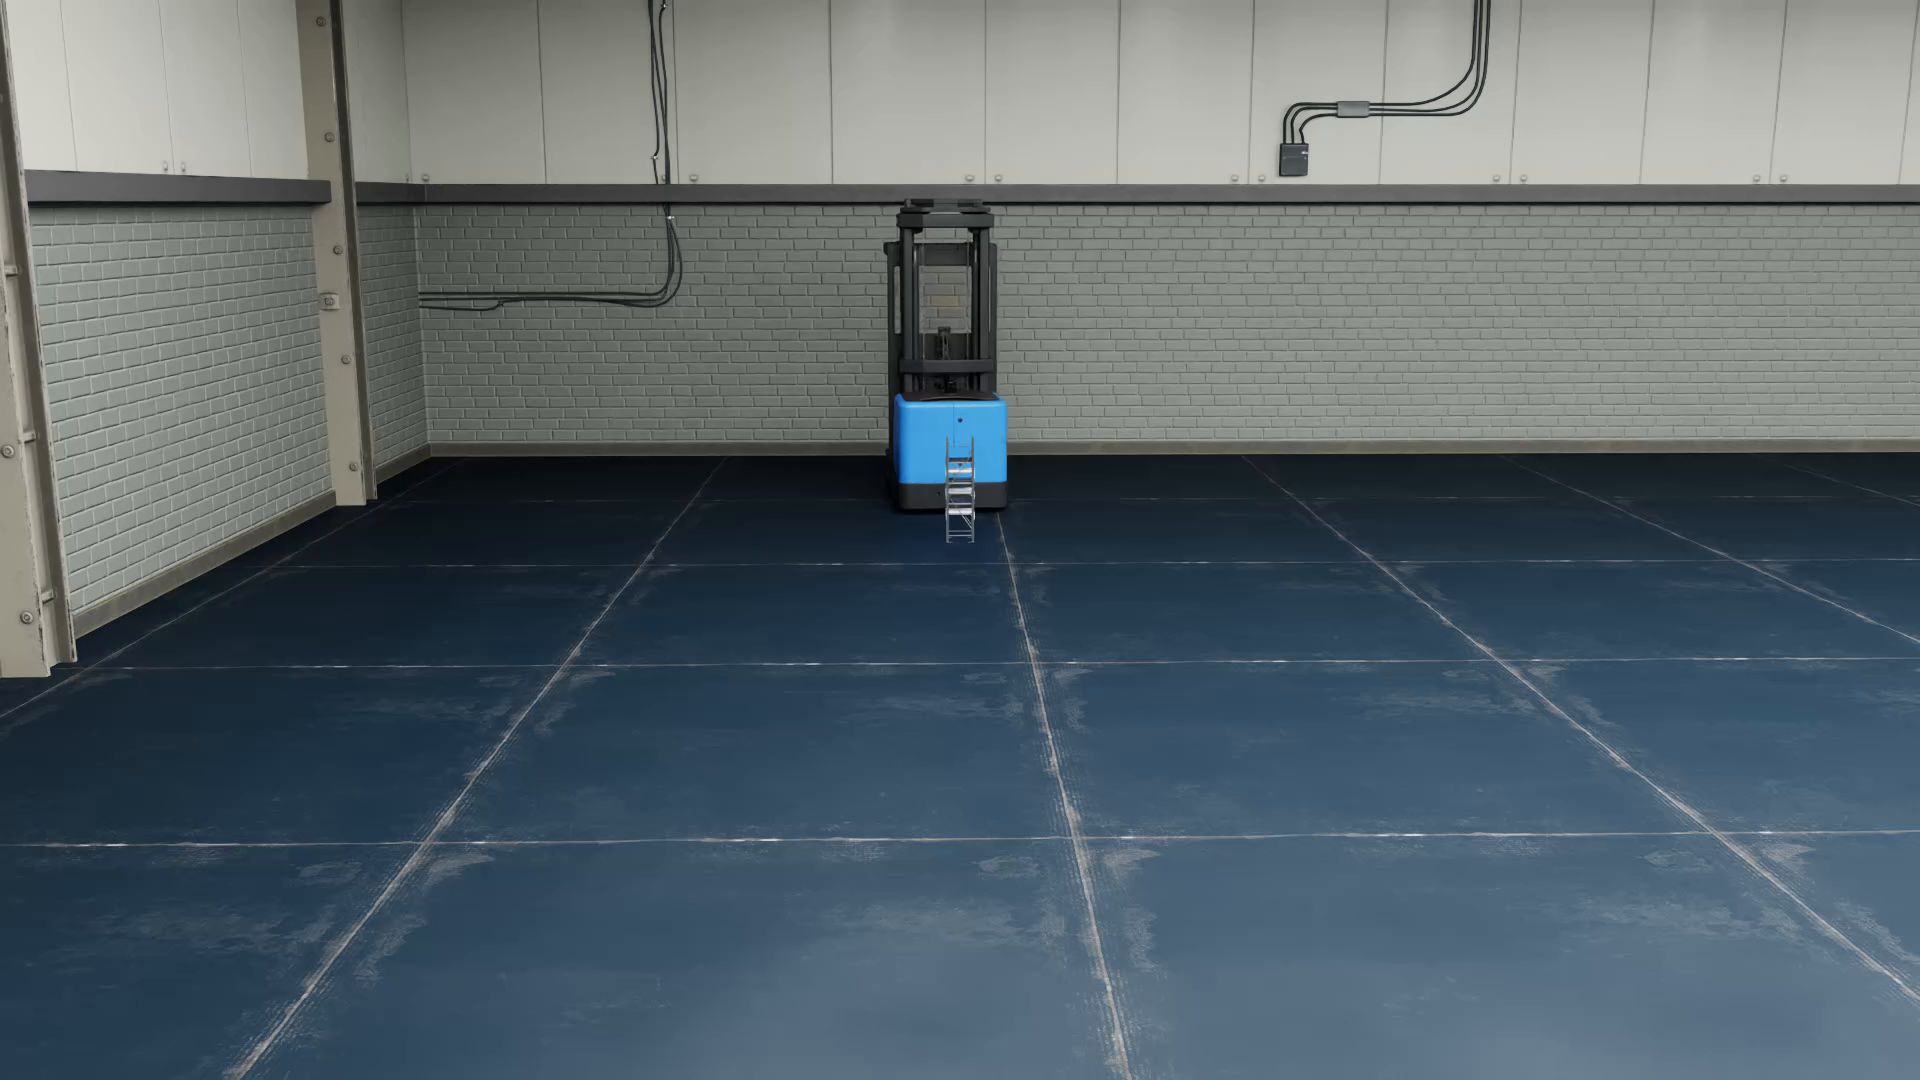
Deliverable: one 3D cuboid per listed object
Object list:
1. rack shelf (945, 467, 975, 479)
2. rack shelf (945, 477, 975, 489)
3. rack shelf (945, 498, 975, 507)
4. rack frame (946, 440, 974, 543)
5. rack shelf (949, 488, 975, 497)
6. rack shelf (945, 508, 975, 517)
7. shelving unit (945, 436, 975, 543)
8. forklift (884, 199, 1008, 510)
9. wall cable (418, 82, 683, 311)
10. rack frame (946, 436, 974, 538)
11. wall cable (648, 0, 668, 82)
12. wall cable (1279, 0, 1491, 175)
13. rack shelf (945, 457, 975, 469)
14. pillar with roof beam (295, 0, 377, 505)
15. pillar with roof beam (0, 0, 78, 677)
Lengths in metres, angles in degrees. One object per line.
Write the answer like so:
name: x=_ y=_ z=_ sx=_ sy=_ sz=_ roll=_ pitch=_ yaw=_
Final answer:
rack shelf: x=0.000 y=-0.583 z=14.433 sx=0.258 sy=0.077 sz=0.200 roll=0 pitch=11 yaw=-1
rack shelf: x=0.000 y=-0.495 z=14.450 sx=0.258 sy=0.077 sz=0.200 roll=0 pitch=11 yaw=-1
rack shelf: x=0.000 y=-0.319 z=14.486 sx=0.258 sy=0.077 sz=0.200 roll=0 pitch=11 yaw=-1
rack frame: x=0.002 y=-0.419 z=14.362 sx=0.240 sy=0.900 sz=0.006 roll=0 pitch=11 yaw=-1
rack shelf: x=0.000 y=-0.407 z=14.468 sx=0.258 sy=0.077 sz=0.200 roll=0 pitch=11 yaw=-1
rack shelf: x=0.000 y=-0.230 z=14.504 sx=0.258 sy=0.077 sz=0.200 roll=0 pitch=11 yaw=-1
shelving unit: x=0.000 y=-0.439 z=14.462 sx=0.258 sy=0.900 sz=0.210 roll=0 pitch=11 yaw=-1
forklift: x=-0.201 y=-1.965 z=16.871 sx=1.130 sy=2.935 sz=3.031 roll=-1 pitch=12 yaw=-5
wall cable: x=-4.710 y=-3.857 z=18.750 sx=3.097 sy=2.526 sz=0.112 roll=0 pitch=11 yaw=-1
rack frame: x=-0.002 y=-0.460 z=14.561 sx=0.240 sy=0.900 sz=0.006 roll=0 pitch=11 yaw=-1
wall cable: x=-2.005 y=-6.344 z=18.303 sx=3.097 sy=2.526 sz=0.112 roll=0 pitch=11 yaw=-1
wall cable: x=4.782 y=-7.082 z=18.280 sx=2.305 sy=6.003 sz=0.169 roll=0 pitch=11 yaw=-1
rack shelf: x=0.000 y=-0.671 z=14.415 sx=0.258 sy=0.077 sz=0.200 roll=0 pitch=11 yaw=-1
pillar with roof beam: x=-1.667 y=-4.806 z=15.615 sx=9.100 sy=9.000 sz=0.400 roll=0 pitch=11 yaw=-1
pillar with roof beam: x=-1.543 y=-3.613 z=9.736 sx=9.100 sy=9.000 sz=0.400 roll=0 pitch=11 yaw=-1
